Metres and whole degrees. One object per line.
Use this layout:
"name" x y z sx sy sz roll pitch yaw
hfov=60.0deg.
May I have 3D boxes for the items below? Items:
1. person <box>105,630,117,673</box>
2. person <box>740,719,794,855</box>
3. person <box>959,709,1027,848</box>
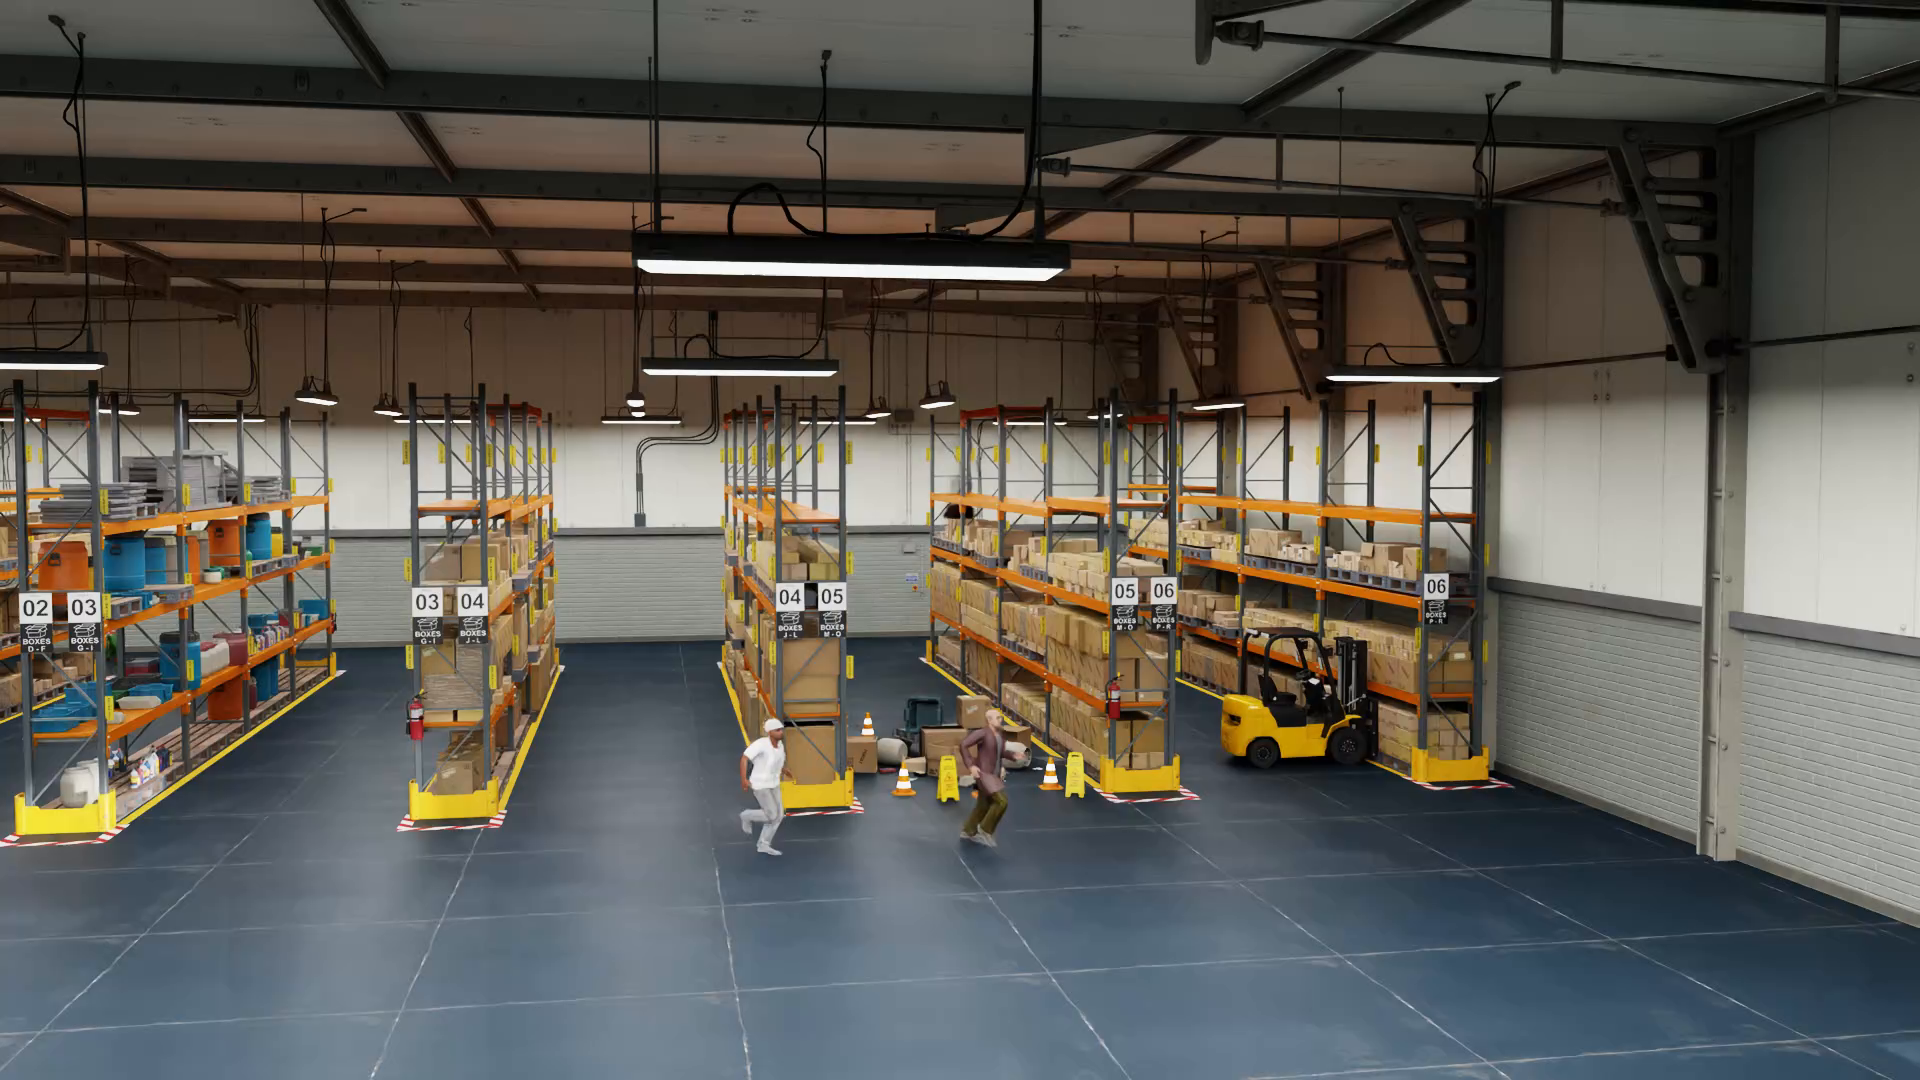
"person" -19.307 2.187 37.899 0.798 1.836 0.661 0 3 5
"person" -2.452 3.101 20.955 0.690 1.714 0.744 2 3 31
"person" 0.384 3.096 21.222 0.893 1.678 0.743 2 3 28
